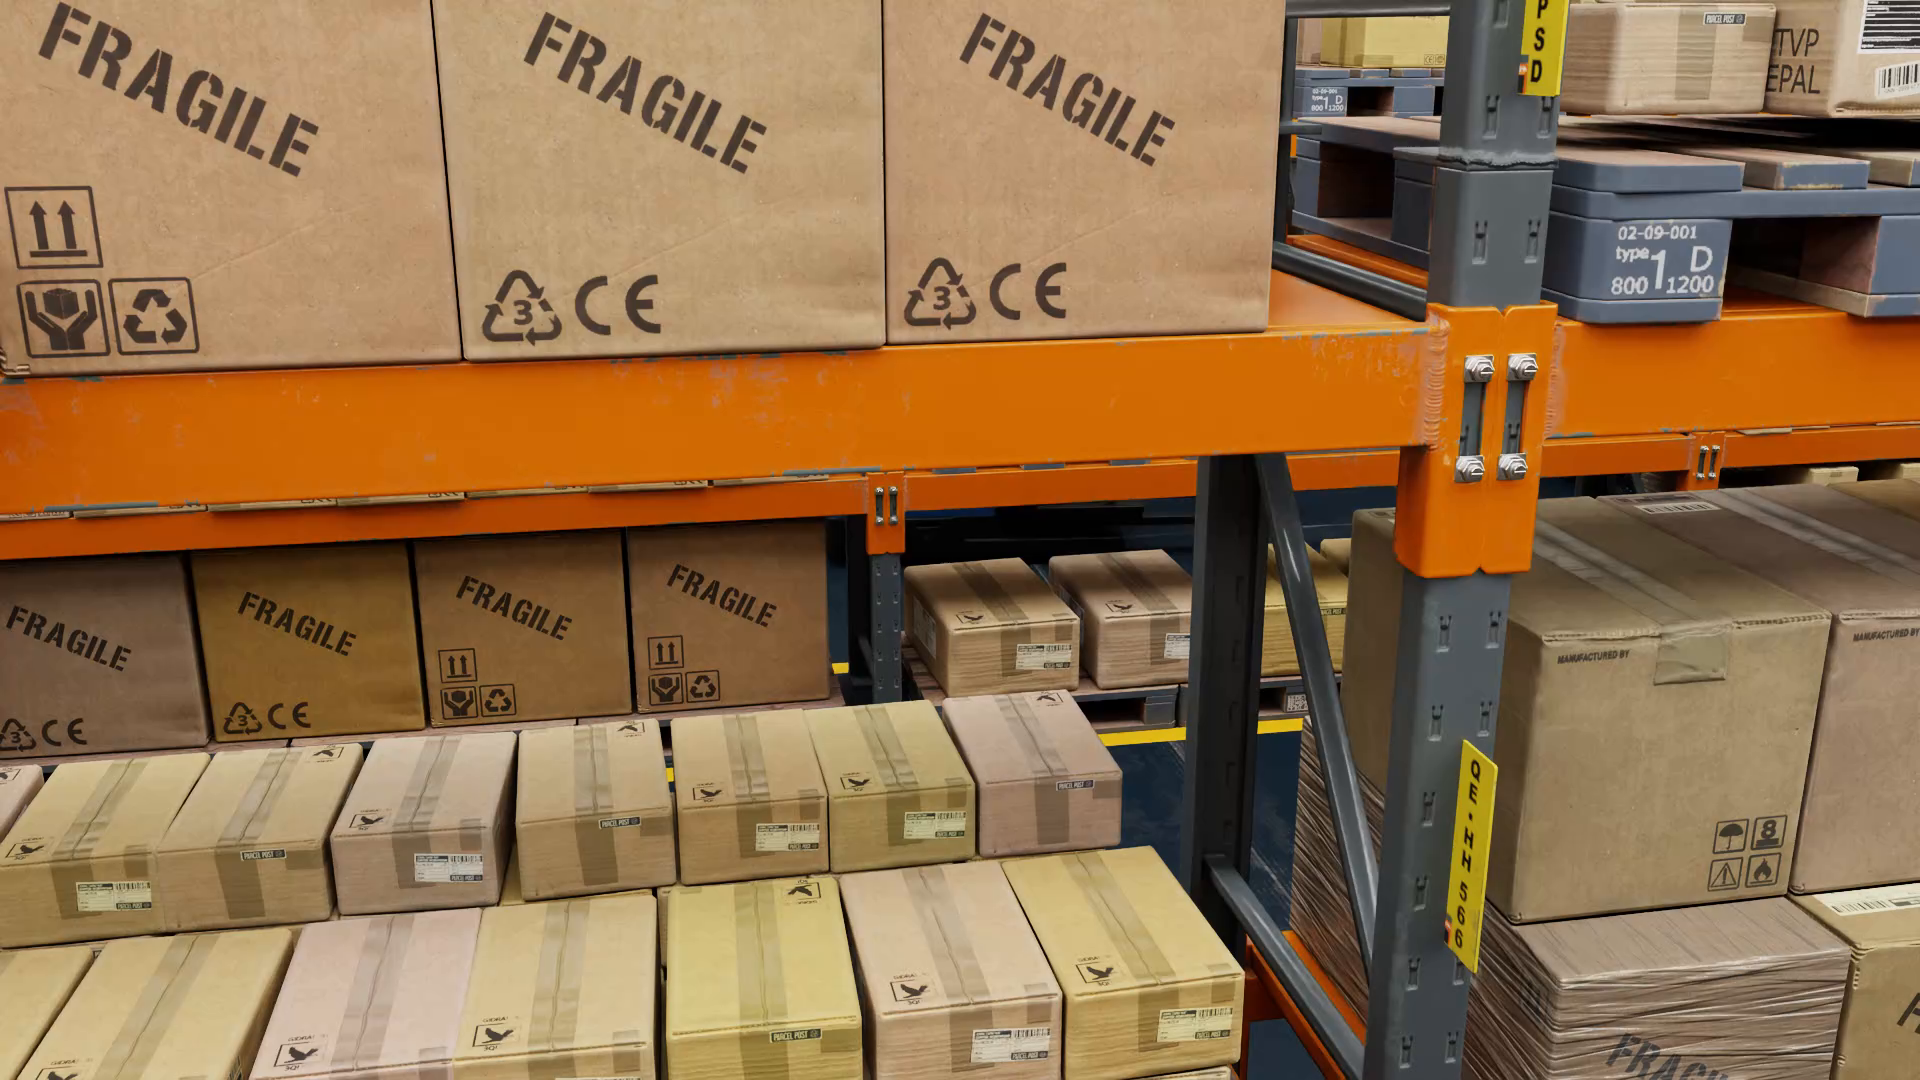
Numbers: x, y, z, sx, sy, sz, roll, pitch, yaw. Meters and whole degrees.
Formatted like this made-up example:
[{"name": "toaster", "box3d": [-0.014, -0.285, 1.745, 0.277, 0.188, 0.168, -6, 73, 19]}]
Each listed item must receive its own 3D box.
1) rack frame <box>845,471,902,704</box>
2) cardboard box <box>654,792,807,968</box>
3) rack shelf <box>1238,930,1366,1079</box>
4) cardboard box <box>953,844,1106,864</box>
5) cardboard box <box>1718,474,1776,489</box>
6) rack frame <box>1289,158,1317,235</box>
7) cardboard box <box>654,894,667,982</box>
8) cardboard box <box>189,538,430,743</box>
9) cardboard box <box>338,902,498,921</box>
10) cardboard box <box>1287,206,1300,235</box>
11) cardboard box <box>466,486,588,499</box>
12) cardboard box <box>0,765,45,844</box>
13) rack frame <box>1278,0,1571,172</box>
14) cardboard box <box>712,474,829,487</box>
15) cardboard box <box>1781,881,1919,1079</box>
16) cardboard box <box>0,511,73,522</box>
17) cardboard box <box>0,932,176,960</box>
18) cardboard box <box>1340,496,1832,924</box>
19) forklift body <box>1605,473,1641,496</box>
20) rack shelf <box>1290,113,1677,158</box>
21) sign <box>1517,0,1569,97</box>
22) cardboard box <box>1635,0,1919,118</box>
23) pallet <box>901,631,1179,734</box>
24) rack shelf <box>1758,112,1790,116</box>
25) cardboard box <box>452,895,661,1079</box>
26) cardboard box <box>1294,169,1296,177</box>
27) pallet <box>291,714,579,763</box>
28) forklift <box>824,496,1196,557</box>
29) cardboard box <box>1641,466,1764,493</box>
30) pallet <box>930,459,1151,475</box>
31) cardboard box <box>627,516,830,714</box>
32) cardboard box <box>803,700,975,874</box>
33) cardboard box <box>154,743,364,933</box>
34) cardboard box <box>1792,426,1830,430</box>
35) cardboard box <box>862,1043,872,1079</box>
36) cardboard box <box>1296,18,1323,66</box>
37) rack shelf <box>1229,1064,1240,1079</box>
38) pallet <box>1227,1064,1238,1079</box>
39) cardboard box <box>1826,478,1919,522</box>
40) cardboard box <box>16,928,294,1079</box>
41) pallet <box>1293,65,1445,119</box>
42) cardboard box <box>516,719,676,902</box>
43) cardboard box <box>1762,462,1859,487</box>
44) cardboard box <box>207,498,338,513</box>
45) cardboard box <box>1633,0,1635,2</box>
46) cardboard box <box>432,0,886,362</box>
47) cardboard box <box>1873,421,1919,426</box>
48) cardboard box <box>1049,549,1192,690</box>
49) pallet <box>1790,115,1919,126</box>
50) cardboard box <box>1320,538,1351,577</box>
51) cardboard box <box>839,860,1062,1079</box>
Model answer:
[{"name": "rack frame", "box3d": [-0.420, -0.608, 7.681, 0.127, 3.000, 1.000, -3, 17, -10]}, {"name": "cardboard box", "box3d": [-0.422, 0.592, 2.983, 0.250, 0.149, 0.380, -4, 17, -12]}, {"name": "rack shelf", "box3d": [2.582, 1.046, 3.522, 4.000, 0.370, 1.077, -3, 17, -10]}, {"name": "cardboard box", "box3d": [0.106, 0.560, 3.086, 0.250, 0.149, 0.380, -2, 17, -8]}, {"name": "cardboard box", "box3d": [4.138, -0.030, 8.492, 0.500, 0.500, 0.500, -2, 17, -8]}, {"name": "rack frame", "box3d": [2.562, -2.261, 13.064, 0.127, 3.000, 1.000, -3, 17, -10]}, {"name": "cardboard box", "box3d": [-0.652, 0.745, 2.989, 0.250, 0.149, 0.380, -2, 17, -8]}, {"name": "cardboard box", "box3d": [-2.869, 0.320, 7.564, 0.875, 0.875, 0.875, -3, 17, -9]}, {"name": "cardboard box", "box3d": [-0.914, 0.619, 2.893, 0.250, 0.149, 0.380, -3, 17, -10]}, {"name": "cardboard box", "box3d": [2.952, -2.412, 13.385, 0.500, 0.500, 0.500, -3, 17, -11]}, {"name": "cardboard box", "box3d": [-1.864, -0.376, 7.184, 0.500, 0.250, 0.500, -3, 17, -11]}, {"name": "cardboard box", "box3d": [-1.672, 0.521, 2.707, 0.250, 0.149, 0.380, -4, 18, -13]}, {"name": "rack frame", "box3d": [0.618, -2.054, 2.172, 0.127, 3.000, 1.000, -3, 17, -10]}, {"name": "cardboard box", "box3d": [-0.867, -0.433, 7.368, 0.500, 0.250, 0.500, -4, 17, -12]}, {"name": "cardboard box", "box3d": [1.609, 0.790, 2.962, 0.500, 0.500, 0.500, -3, 17, -11]}, {"name": "cardboard box", "box3d": [-3.865, -0.261, 6.810, 0.500, 0.250, 0.500, -4, 17, -12]}, {"name": "cardboard box", "box3d": [-1.423, 0.648, 2.798, 0.250, 0.149, 0.380, -3, 17, -8]}, {"name": "cardboard box", "box3d": [1.061, 0.266, 2.964, 0.500, 0.500, 0.700, -3, 17, -11]}, {"name": "forklift body", "box3d": [4.974, -1.447, 11.858, 1.214, 2.155, 2.313, -3, 17, -10]}, {"name": "rack shelf", "box3d": [1.544, -1.809, 7.709, 4.000, 0.370, 1.077, -3, 17, -10]}, {"name": "sign", "box3d": [0.719, -0.711, 2.027, 0.005, 0.325, 0.100, -3, 17, -10]}, {"name": "cardboard box", "box3d": [1.371, -0.803, 2.474, 0.500, 0.311, 0.500, -3, 17, -10]}, {"name": "pallet", "box3d": [0.347, 0.682, 8.231, 1.213, 0.211, 1.003, -3, 17, -10]}, {"name": "rack shelf", "box3d": [5.471, -2.032, 8.434, 4.000, 0.370, 1.077, -3, 17, -10]}, {"name": "cardboard box", "box3d": [-0.542, 0.652, 2.279, 0.250, 0.149, 0.380, -3, 17, -9]}, {"name": "cardboard box", "box3d": [2.818, -2.866, 13.252, 0.250, 0.149, 0.380, -3, 17, -10]}, {"name": "pallet", "box3d": [-2.404, 0.815, 7.800, 1.213, 0.211, 1.003, -3, 17, -10]}, {"name": "forklift", "box3d": [0.626, -1.416, 10.429, 3.031, 2.935, 1.130, -1, 17, -4]}, {"name": "cardboard box", "box3d": [4.037, -0.185, 8.997, 0.500, 0.500, 0.500, -3, 17, -11]}, {"name": "pallet", "box3d": [0.259, -0.586, 7.938, 1.003, 0.211, 1.213, -3, 17, -10]}, {"name": "cardboard box", "box3d": [-1.114, 0.222, 7.884, 0.875, 0.875, 0.875, -3, 17, -11]}, {"name": "cardboard box", "box3d": [-0.136, 0.434, 2.988, 0.250, 0.149, 0.380, -4, 17, -12]}, {"name": "cardboard box", "box3d": [-1.163, 0.492, 2.799, 0.250, 0.149, 0.380, -3, 17, -9]}, {"name": "cardboard box", "box3d": [4.115, -0.664, 8.294, 0.250, 0.149, 0.380, -3, 17, -9]}, {"name": "cardboard box", "box3d": [-0.042, 0.765, 2.418, 0.250, 0.149, 0.380, -3, 17, -8]}, {"name": "cardboard box", "box3d": [1.869, -2.413, 7.992, 0.500, 0.250, 0.500, -3, 17, -11]}, {"name": "rack shelf", "box3d": [-1.346, 1.269, 2.796, 4.000, 0.370, 1.077, -3, 17, -10]}, {"name": "pallet", "box3d": [-0.061, 0.976, 2.852, 1.003, 0.211, 1.213, -3, 17, -10]}, {"name": "cardboard box", "box3d": [2.060, 0.208, 3.152, 0.500, 0.500, 0.700, -4, 17, -11]}, {"name": "cardboard box", "box3d": [-1.046, 0.680, 2.190, 0.250, 0.149, 0.380, -2, 17, -8]}, {"name": "pallet", "box3d": [1.863, -2.112, 7.791, 1.003, 0.211, 1.213, -3, 17, -10]}, {"name": "cardboard box", "box3d": [-0.638, 0.461, 2.900, 0.250, 0.149, 0.380, -4, 18, -13]}, {"name": "cardboard box", "box3d": [4.272, -0.330, 8.363, 0.250, 0.149, 0.380, -3, 17, -10]}, {"name": "cardboard box", "box3d": [-2.851, -0.315, 6.983, 0.500, 0.250, 0.500, -3, 17, -11]}, {"name": "cardboard box", "box3d": [1.587, -0.971, 3.021, 0.500, 0.311, 0.500, -3, 17, -10]}, {"name": "cardboard box", "box3d": [-0.383, -0.531, 2.153, 0.500, 0.500, 0.500, -3, 17, -10]}, {"name": "cardboard box", "box3d": [4.620, -0.692, 8.383, 0.250, 0.149, 0.380, -3, 17, -9]}, {"name": "cardboard box", "box3d": [0.859, 0.376, 8.240, 0.625, 0.372, 0.950, -4, 17, -12]}, {"name": "pallet", "box3d": [2.338, -0.644, 3.013, 1.213, 0.211, 1.003, -2, 17, -8]}, {"name": "cardboard box", "box3d": [2.287, 0.296, 8.499, 0.625, 0.372, 0.950, -2, 17, -7]}, {"name": "cardboard box", "box3d": [-0.023, 0.622, 2.379, 0.250, 0.149, 0.380, -3, 17, -11]}]
